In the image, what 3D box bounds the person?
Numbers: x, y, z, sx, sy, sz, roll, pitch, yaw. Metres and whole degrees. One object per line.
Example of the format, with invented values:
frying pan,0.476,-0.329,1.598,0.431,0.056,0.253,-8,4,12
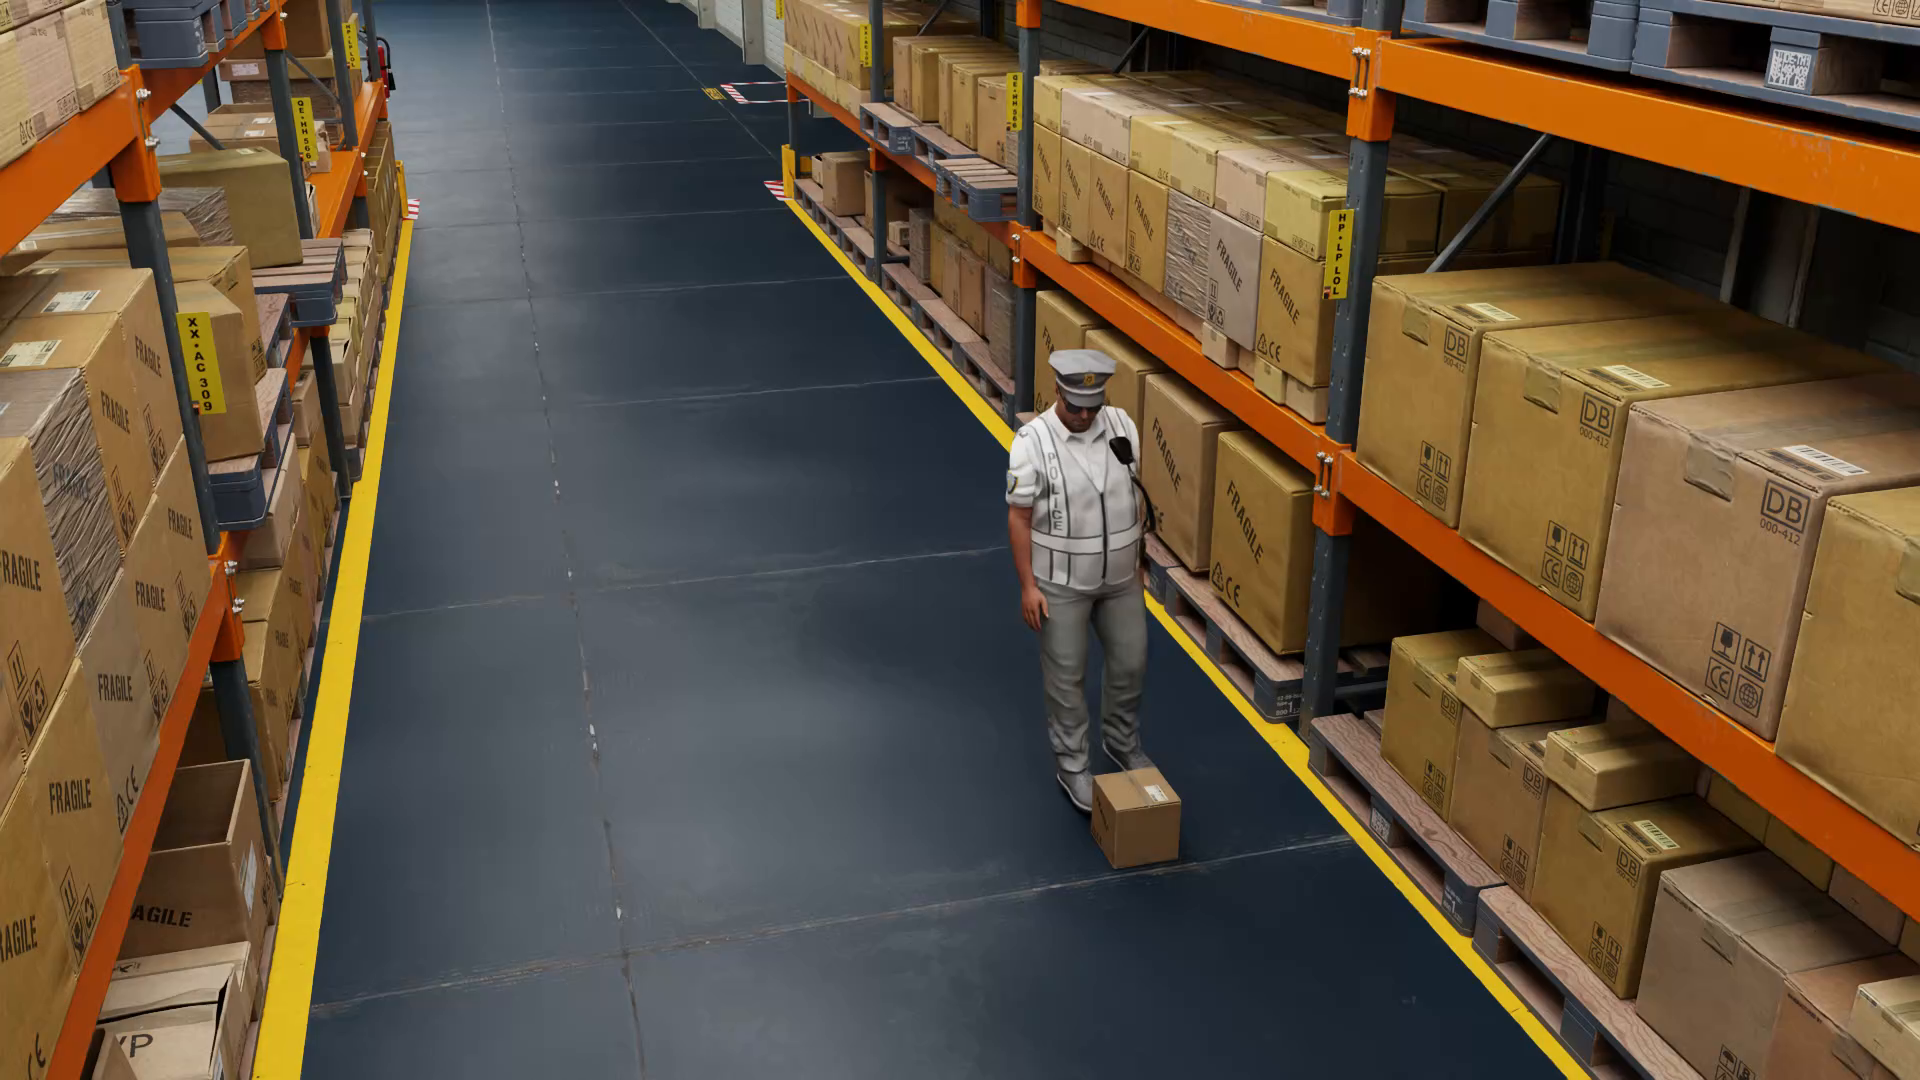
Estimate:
person,0.504,0.175,6.200,0.619,1.800,0.515,-8,24,-19
